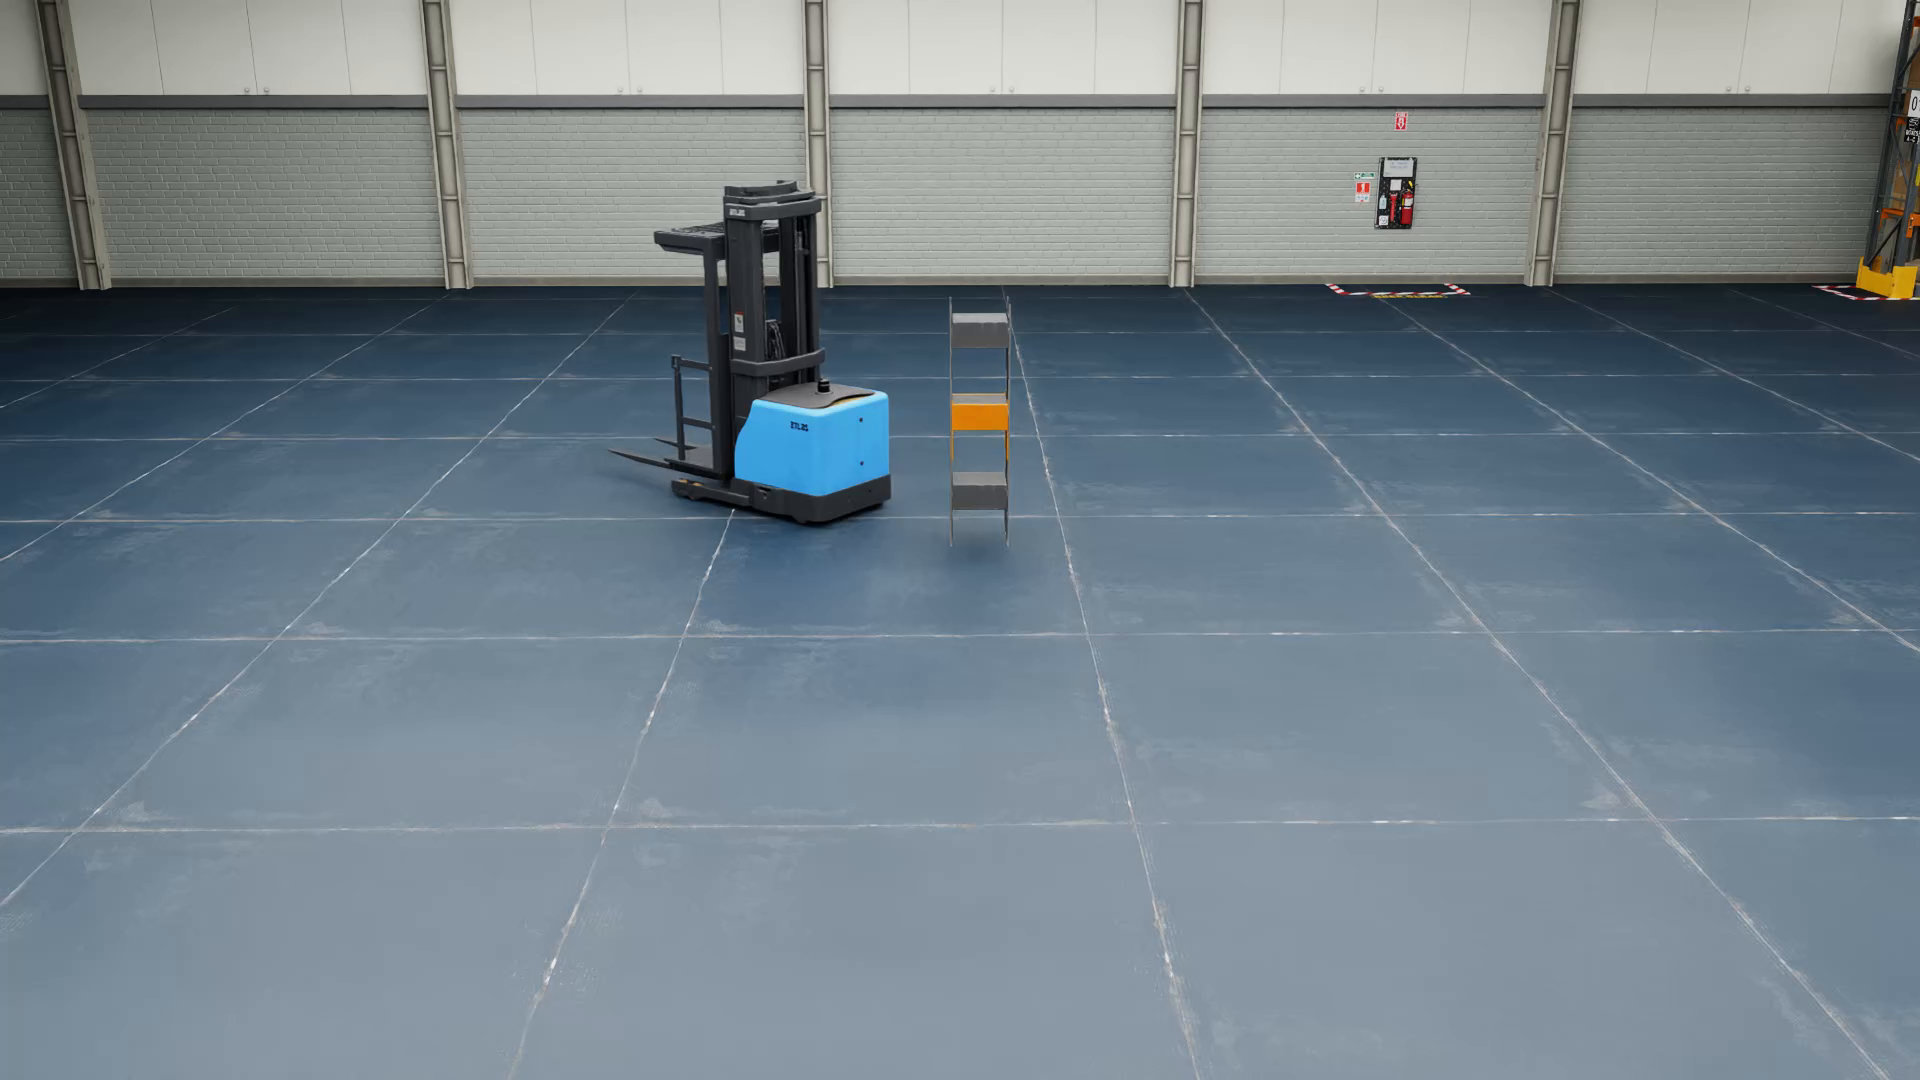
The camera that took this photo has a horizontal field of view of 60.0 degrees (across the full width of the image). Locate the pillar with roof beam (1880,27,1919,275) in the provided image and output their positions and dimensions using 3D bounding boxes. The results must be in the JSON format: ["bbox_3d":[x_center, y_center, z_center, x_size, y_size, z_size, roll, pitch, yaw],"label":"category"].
[{"bbox_3d":[15.761,-7.282,22.517,0.400,9.000,9.100,0,18,-1],"label":"pillar with roof beam"}]

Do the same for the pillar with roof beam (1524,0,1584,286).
[{"bbox_3d":[9.761,-7.253,22.427,0.400,9.000,9.100,0,18,-1],"label":"pillar with roof beam"}]

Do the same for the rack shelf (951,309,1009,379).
[{"bbox_3d":[0.166,-1.654,14.020,0.480,0.518,0.431,0,18,-1],"label":"rack shelf"}]

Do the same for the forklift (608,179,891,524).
[{"bbox_3d":[-2.121,-1.884,15.622,3.031,2.935,1.130,13,22,36],"label":"forklift"}]

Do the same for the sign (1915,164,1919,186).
[{"bbox_3d":[15.015,-5.720,26.049,0.005,0.325,0.100,0,18,-1],"label":"sign"}]

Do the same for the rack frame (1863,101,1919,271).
[{"bbox_3d":[15.006,-5.473,26.698,0.127,3.000,1.000,0,18,-1],"label":"rack frame"}]

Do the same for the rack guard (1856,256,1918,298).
[{"bbox_3d":[15.082,-4.283,27.081,0.348,0.500,1.175,0,18,-1],"label":"rack guard"}]

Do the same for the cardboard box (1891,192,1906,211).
[{"bbox_3d":[15.471,-5.473,26.910,0.500,0.250,0.500,0,18,0],"label":"cardboard box"}]

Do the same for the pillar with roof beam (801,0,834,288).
[{"bbox_3d":[-2.237,-7.196,22.246,0.400,9.000,9.100,0,18,-1],"label":"pillar with roof beam"}]

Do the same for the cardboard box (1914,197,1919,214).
[{"bbox_3d":[15.499,-5.317,26.423,0.500,0.250,0.500,-1,18,-2],"label":"cardboard box"}]

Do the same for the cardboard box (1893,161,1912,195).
[{"bbox_3d":[15.474,-5.835,26.813,0.500,0.500,0.500,0,18,-1],"label":"cardboard box"}]

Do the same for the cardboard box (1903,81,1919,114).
[{"bbox_3d":[15.420,-7.038,26.469,0.500,0.500,0.500,1,18,3],"label":"cardboard box"}]

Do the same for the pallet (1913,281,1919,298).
[{"bbox_3d":[15.895,-4.139,27.104,1.213,0.211,1.003,0,18,-1],"label":"pallet"}]

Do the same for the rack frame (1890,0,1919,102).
[{"bbox_3d":[15.006,-8.330,25.782,0.127,3.000,1.000,0,18,-1],"label":"rack frame"}]

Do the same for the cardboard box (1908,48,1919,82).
[{"bbox_3d":[15.433,-7.516,26.324,0.500,0.500,0.500,1,18,2],"label":"cardboard box"}]

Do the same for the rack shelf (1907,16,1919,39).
[{"bbox_3d":[17.006,-7.995,25.922,4.000,0.370,1.077,0,18,-1],"label":"rack shelf"}]

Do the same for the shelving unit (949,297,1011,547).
[{"bbox_3d":[0.166,-1.001,14.229,0.503,2.100,0.431,0,18,-1],"label":"shelving unit"}]

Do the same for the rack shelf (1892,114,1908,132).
[{"bbox_3d":[17.006,-6.568,26.380,4.000,0.370,1.077,0,18,-1],"label":"rack shelf"}]

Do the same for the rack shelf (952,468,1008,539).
[{"bbox_3d":[0.166,-0.321,14.447,0.480,0.518,0.431,0,18,-1],"label":"rack shelf"}]

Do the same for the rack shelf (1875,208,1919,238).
[{"bbox_3d":[17.006,-5.140,26.838,4.000,0.370,1.077,0,18,-1],"label":"rack shelf"}]

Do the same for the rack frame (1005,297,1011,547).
[{"bbox_3d":[0.409,-1.002,14.233,0.015,2.100,0.400,0,18,-1],"label":"rack frame"}]

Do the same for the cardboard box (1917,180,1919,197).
[{"bbox_3d":[15.489,-5.679,26.324,0.500,0.500,0.500,0,18,-1],"label":"cardboard box"}]

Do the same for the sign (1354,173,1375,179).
[{"bbox_3d":[6.672,-6.007,27.436,0.331,0.109,0.001,0,18,-1],"label":"sign"}]

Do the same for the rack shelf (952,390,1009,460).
[{"bbox_3d":[0.166,-0.988,14.233,0.480,0.518,0.431,0,18,-1],"label":"rack shelf"}]

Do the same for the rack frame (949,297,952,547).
[{"bbox_3d":[-0.078,-0.999,14.226,0.015,2.100,0.400,0,18,-1],"label":"rack frame"}]

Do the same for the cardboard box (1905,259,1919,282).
[{"bbox_3d":[15.700,-4.378,26.966,0.500,0.311,0.500,-2,18,-7],"label":"cardboard box"}]

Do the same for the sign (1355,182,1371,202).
[{"bbox_3d":[6.667,-5.757,27.526,0.234,0.329,0.001,0,18,-1],"label":"sign"}]

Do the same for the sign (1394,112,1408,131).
[{"bbox_3d":[7.212,-6.846,27.182,0.199,0.298,0.001,0,18,-1],"label":"sign"}]

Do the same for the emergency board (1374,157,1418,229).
[{"bbox_3d":[7.222,-5.711,27.441,0.643,1.169,0.194,0,18,-1],"label":"emergency board"}]

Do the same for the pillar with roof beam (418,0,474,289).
[{"bbox_3d":[-8.236,-7.167,22.156,0.400,9.000,9.100,0,18,-1],"label":"pillar with roof beam"}]

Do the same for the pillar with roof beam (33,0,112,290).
[{"bbox_3d":[-14.236,-7.138,22.066,0.400,9.000,9.100,0,18,-1],"label":"pillar with roof beam"}]

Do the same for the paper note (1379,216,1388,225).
[{"bbox_3d":[7.044,-5.312,27.639,0.142,0.148,0.016,0,18,-1],"label":"paper note"}]

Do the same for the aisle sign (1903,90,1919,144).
[{"bbox_3d":[14.939,-6.619,26.014,0.004,0.787,0.394,0,18,-1],"label":"aisle sign"}]

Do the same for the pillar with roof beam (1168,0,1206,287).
[{"bbox_3d":[3.762,-7.225,22.337,0.400,9.000,9.100,0,18,-1],"label":"pillar with roof beam"}]
